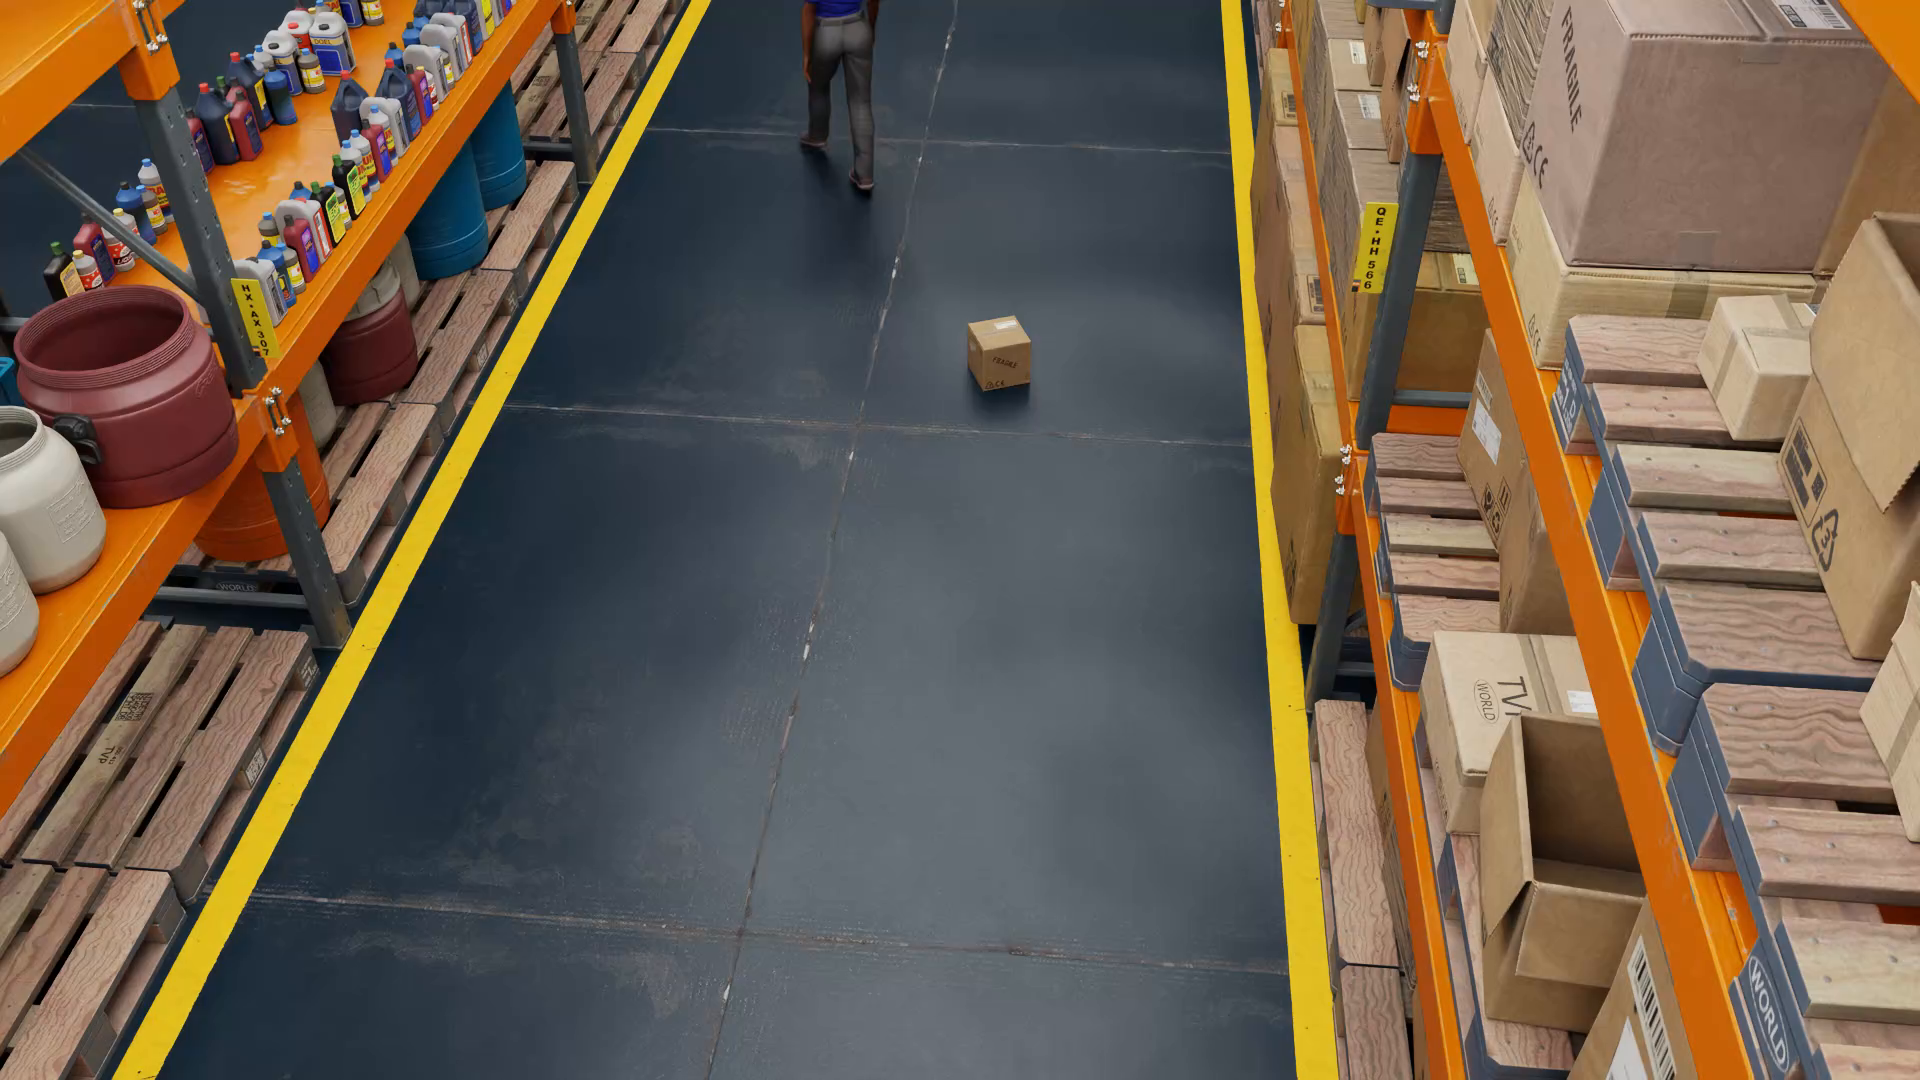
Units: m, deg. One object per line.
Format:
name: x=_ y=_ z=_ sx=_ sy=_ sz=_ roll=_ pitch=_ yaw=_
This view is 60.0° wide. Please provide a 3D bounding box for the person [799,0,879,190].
person: x=-0.704 y=-2.903 z=9.577 sx=0.483 sy=1.637 sz=0.875 roll=-9 pitch=41 yaw=-10
